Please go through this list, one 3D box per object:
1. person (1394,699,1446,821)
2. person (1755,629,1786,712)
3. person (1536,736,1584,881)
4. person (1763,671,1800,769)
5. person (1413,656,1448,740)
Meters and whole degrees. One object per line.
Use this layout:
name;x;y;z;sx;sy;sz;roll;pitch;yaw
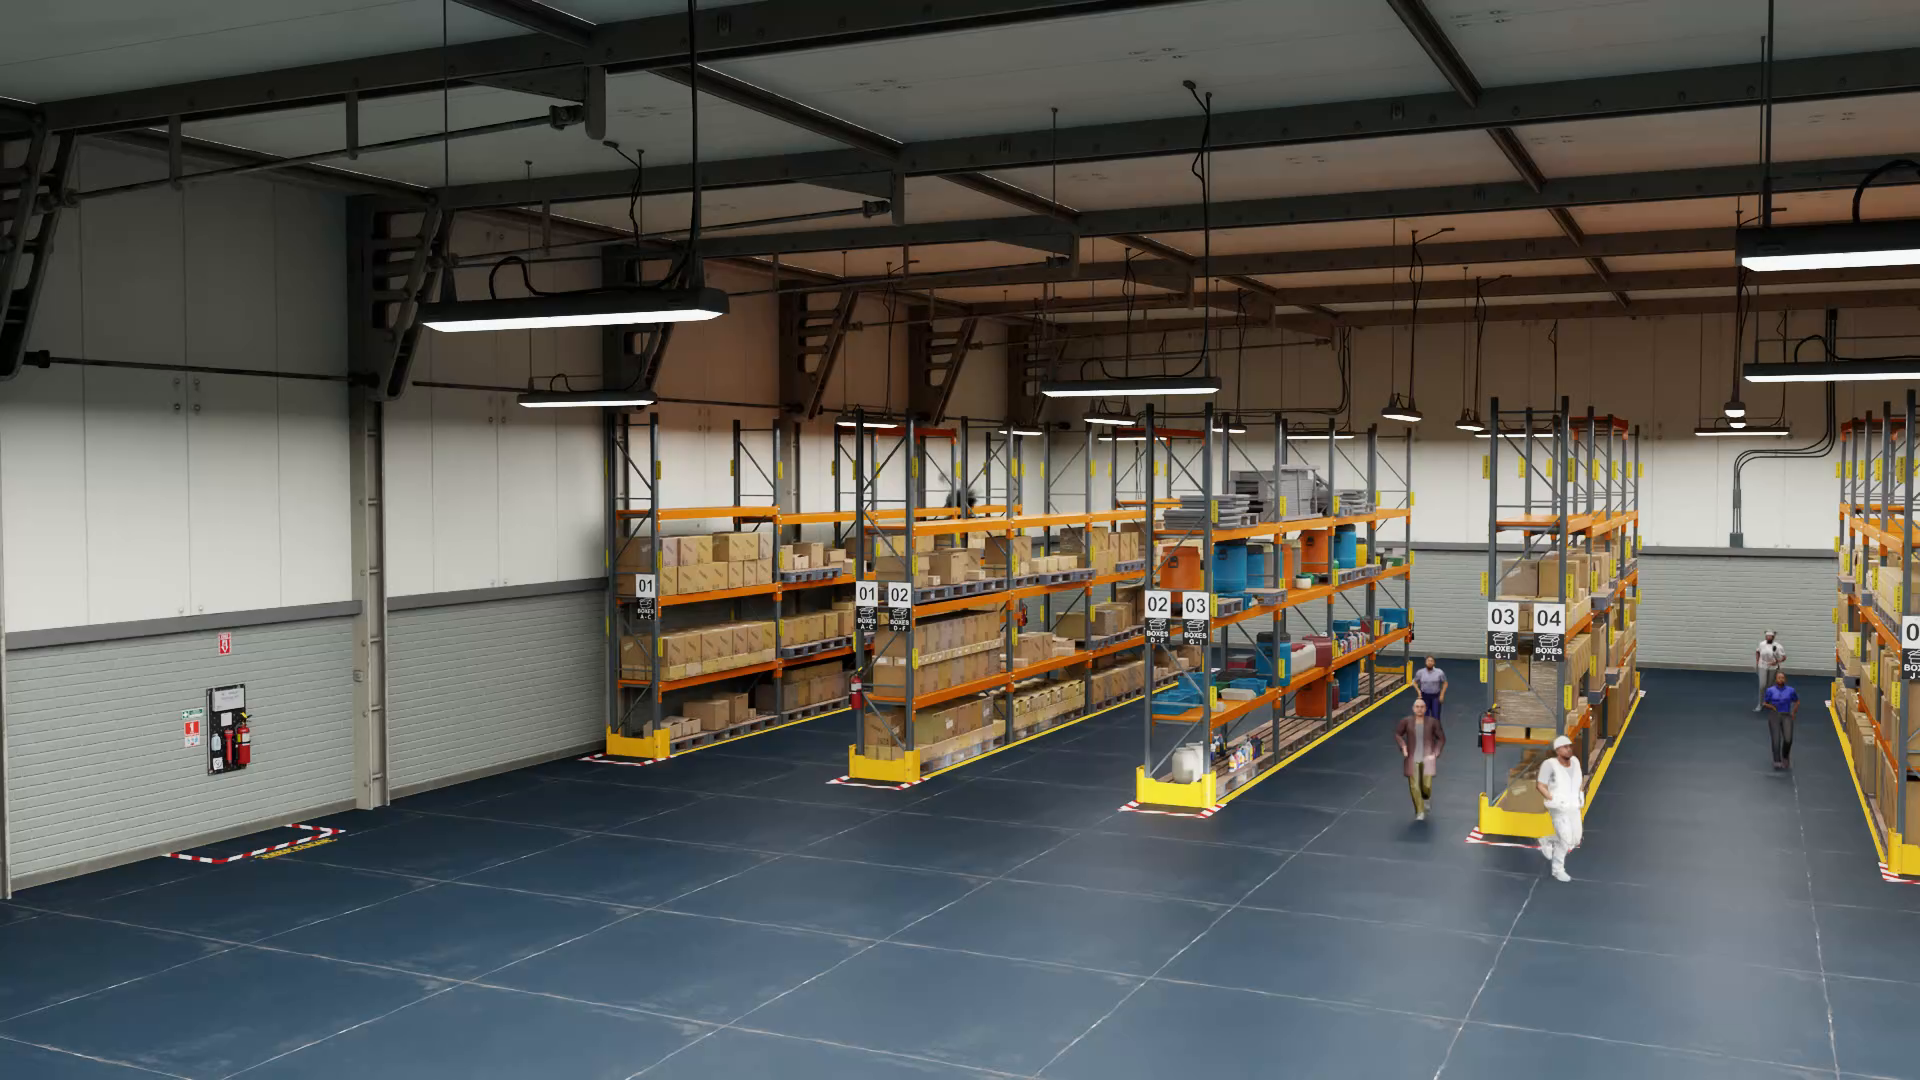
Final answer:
person;6.553;3.135;23.733;0.722;1.740;0.661;1;3;20
person;16.877;2.711;34.624;0.586;1.729;0.809;1;3;31
person;7.380;3.276;20.470;0.698;1.758;0.679;-1;3;-21
person;13.709;3.022;27.746;0.562;1.616;0.586;1;3;23
person;8.596;2.920;30.452;0.609;1.612;0.546;1;3;22
